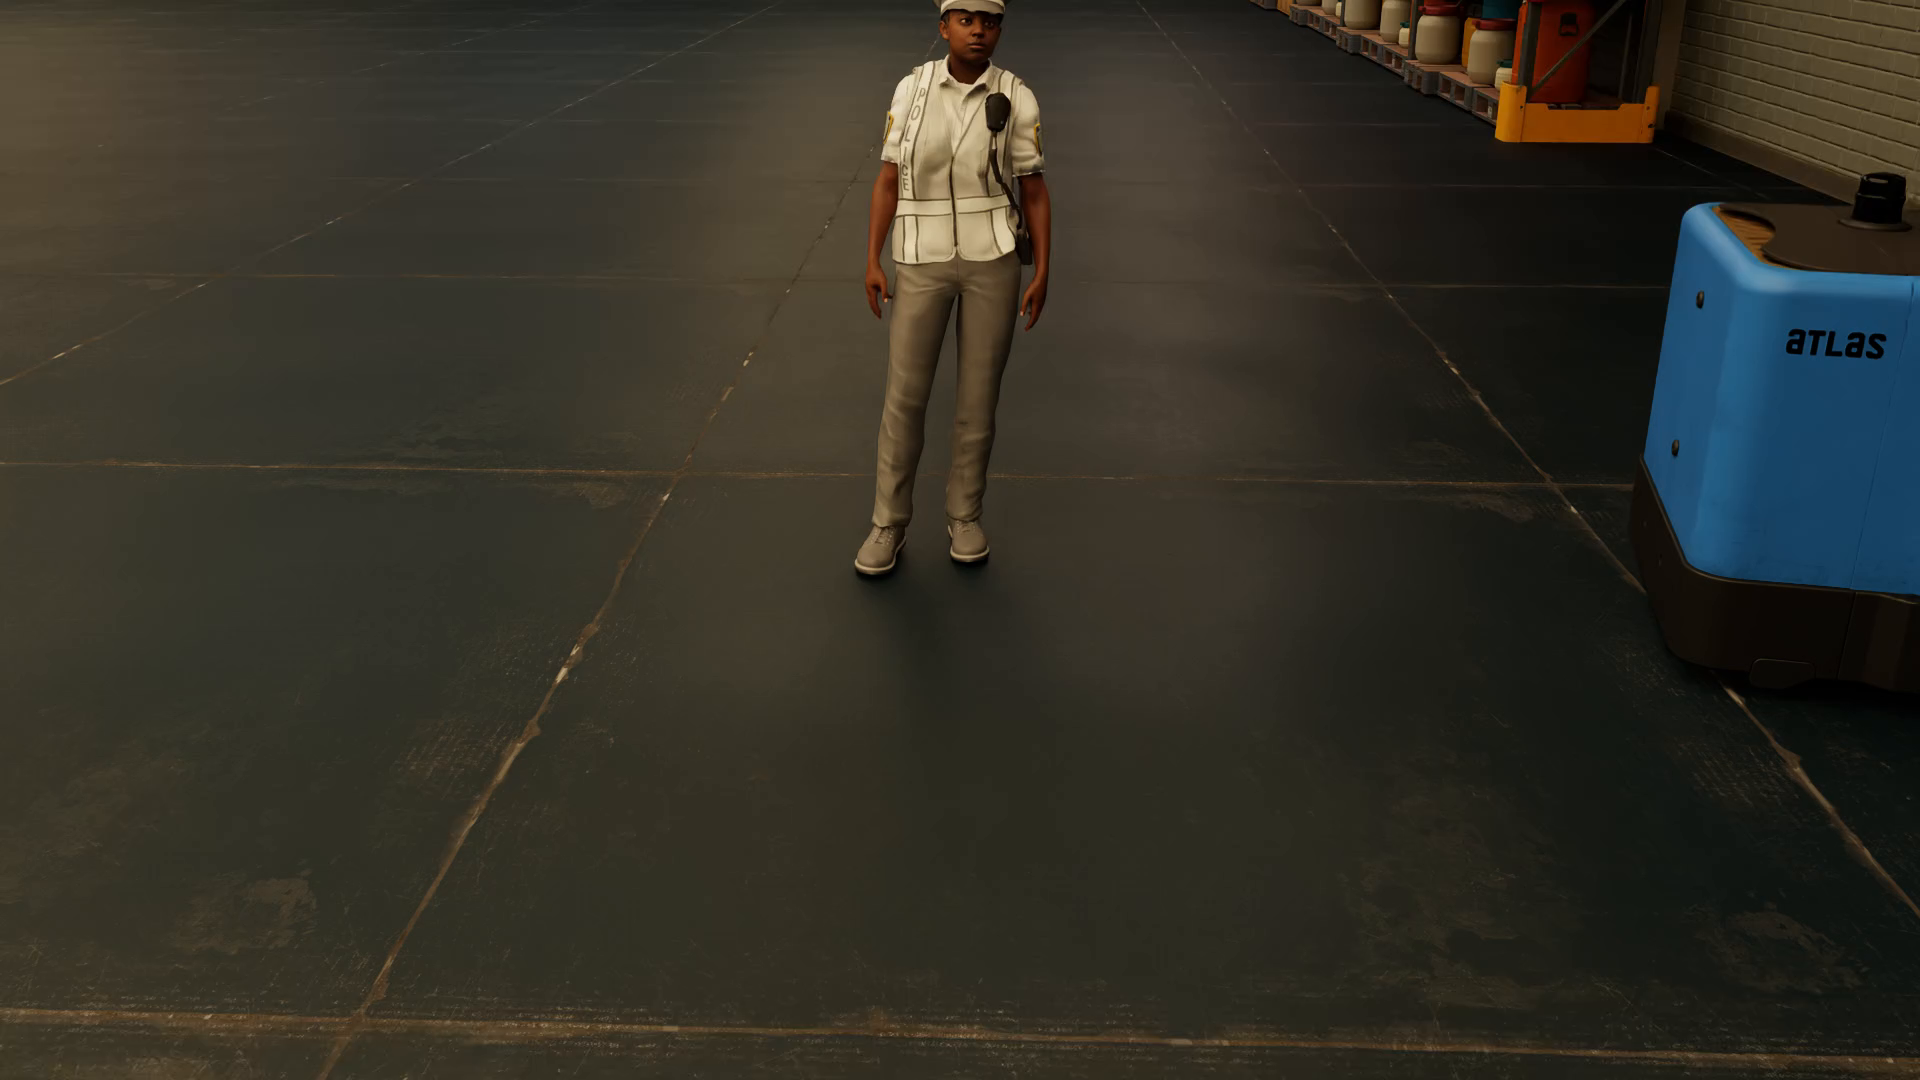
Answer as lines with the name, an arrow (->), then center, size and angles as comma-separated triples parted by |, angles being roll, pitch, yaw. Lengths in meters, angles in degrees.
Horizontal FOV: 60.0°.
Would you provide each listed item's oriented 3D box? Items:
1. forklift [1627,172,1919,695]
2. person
forklift -> 3.406, -1.034, 3.840 | 3.031, 2.935, 1.130 | 5, 22, 13
person -> -0.022, -0.767, 4.822 | 0.570, 1.697, 0.528 | 1, 22, 2
